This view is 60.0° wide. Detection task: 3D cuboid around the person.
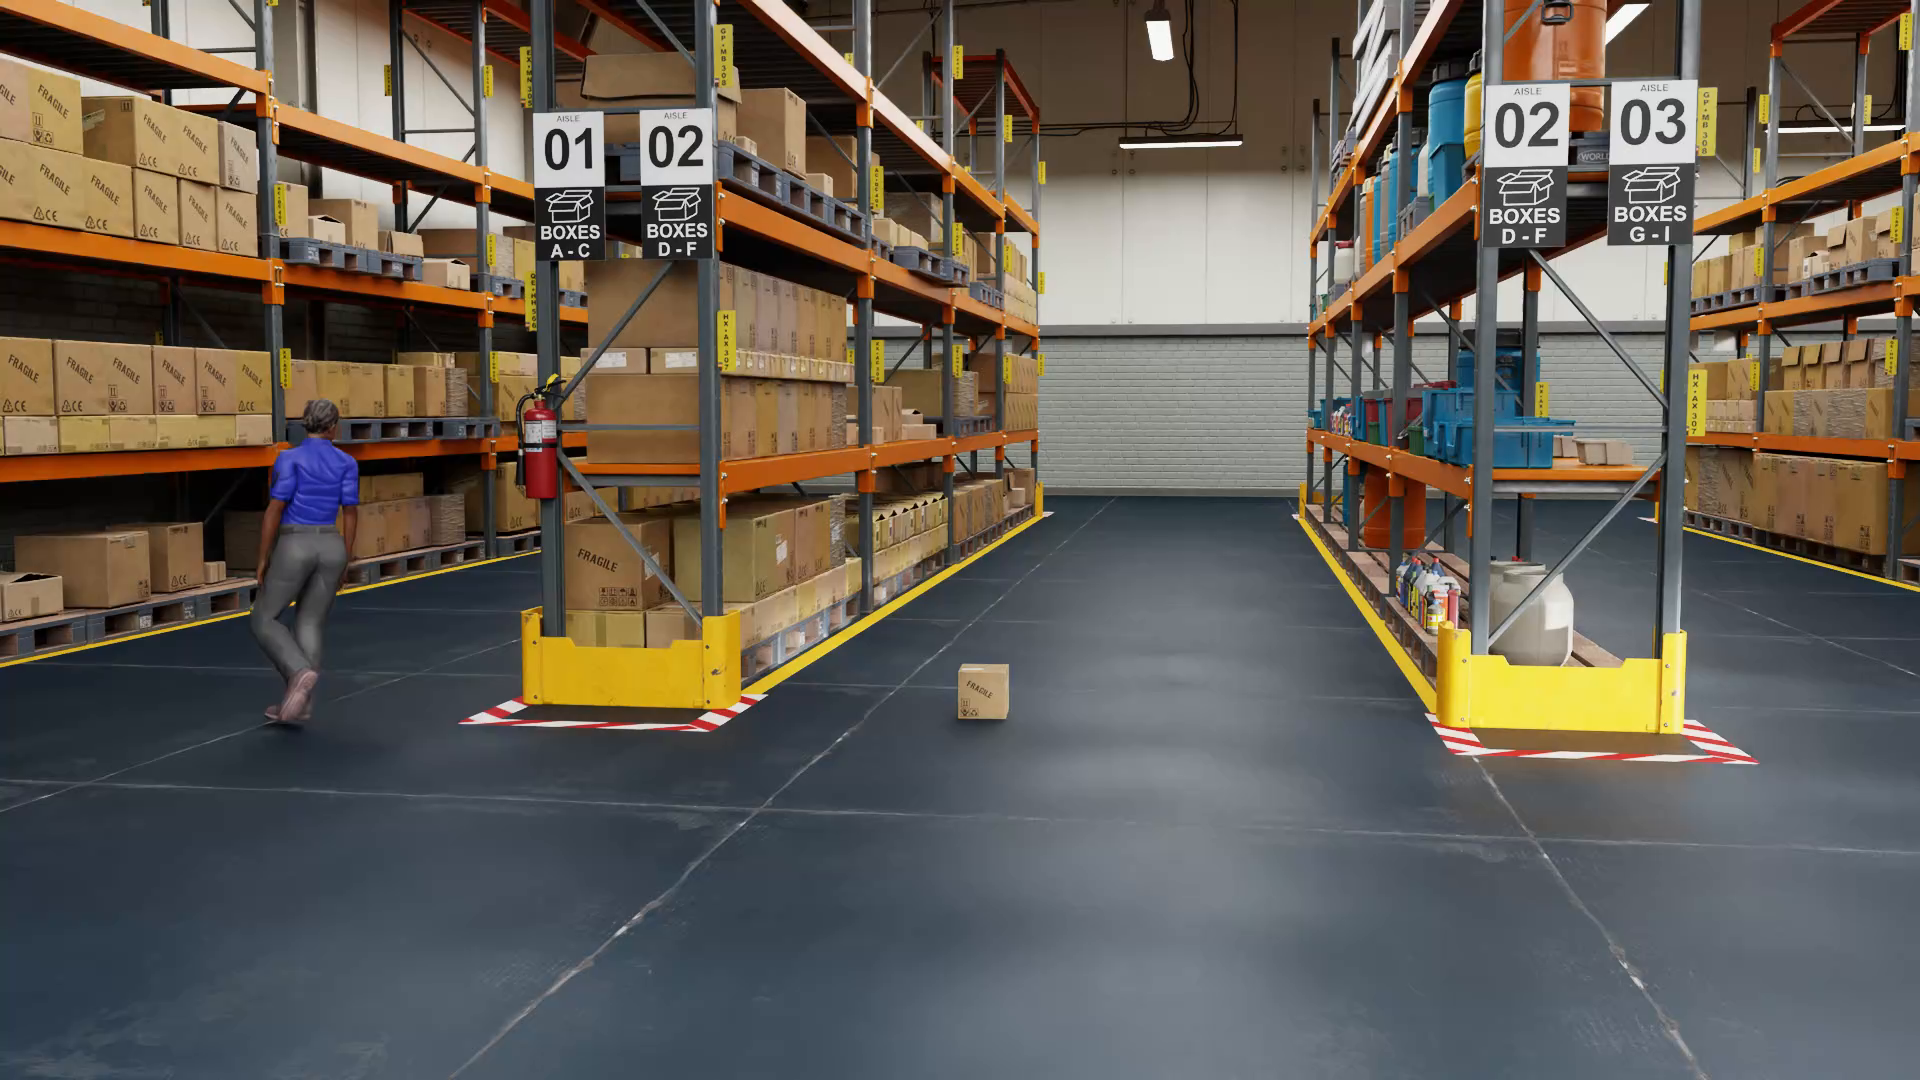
[{"bbox_3d":[-3.293,0.102,8.413,0.508,1.636,0.520,4,6,41],"label":"person"}]
